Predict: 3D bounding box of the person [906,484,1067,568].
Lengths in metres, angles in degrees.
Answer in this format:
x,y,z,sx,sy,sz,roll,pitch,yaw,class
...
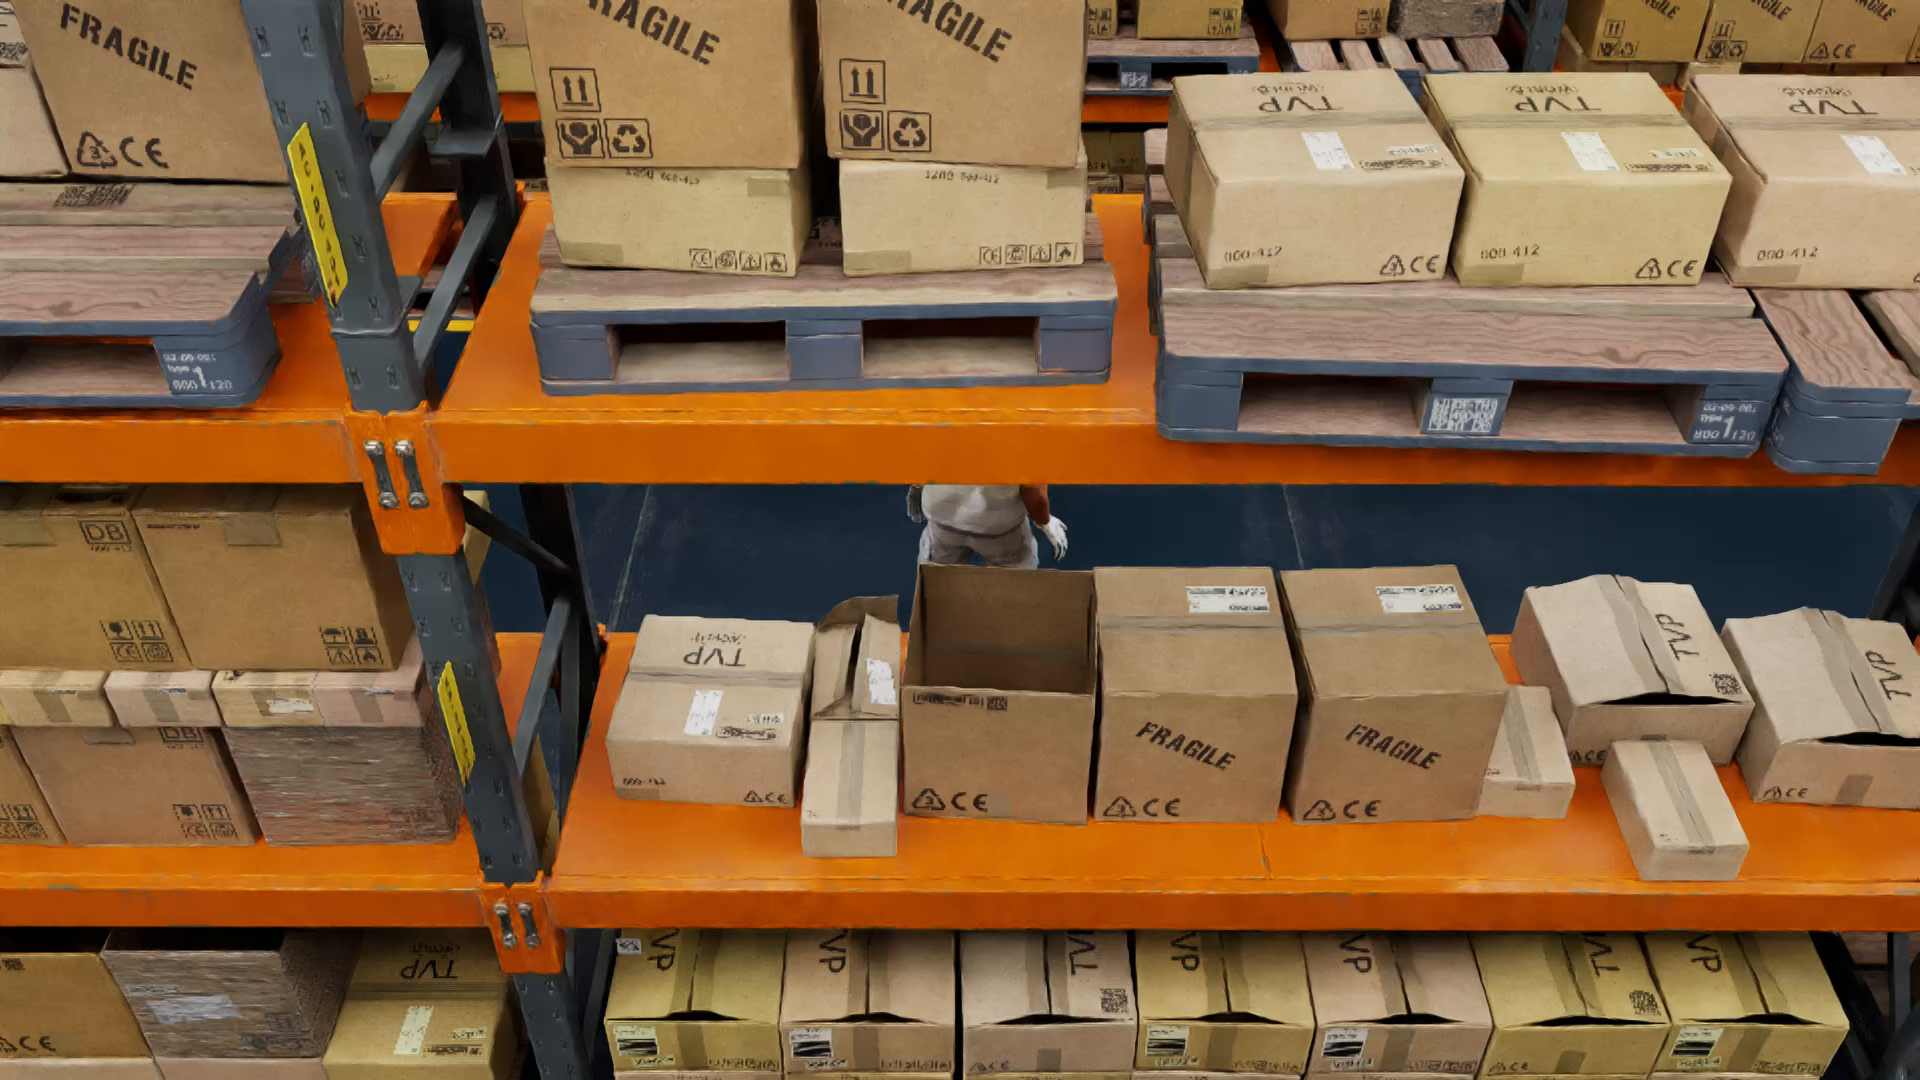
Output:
x,y,z,sx,sy,sz,roll,pitch,yaw,class
0.107,-0.135,6.260,0.663,1.786,0.569,16,42,18,person
